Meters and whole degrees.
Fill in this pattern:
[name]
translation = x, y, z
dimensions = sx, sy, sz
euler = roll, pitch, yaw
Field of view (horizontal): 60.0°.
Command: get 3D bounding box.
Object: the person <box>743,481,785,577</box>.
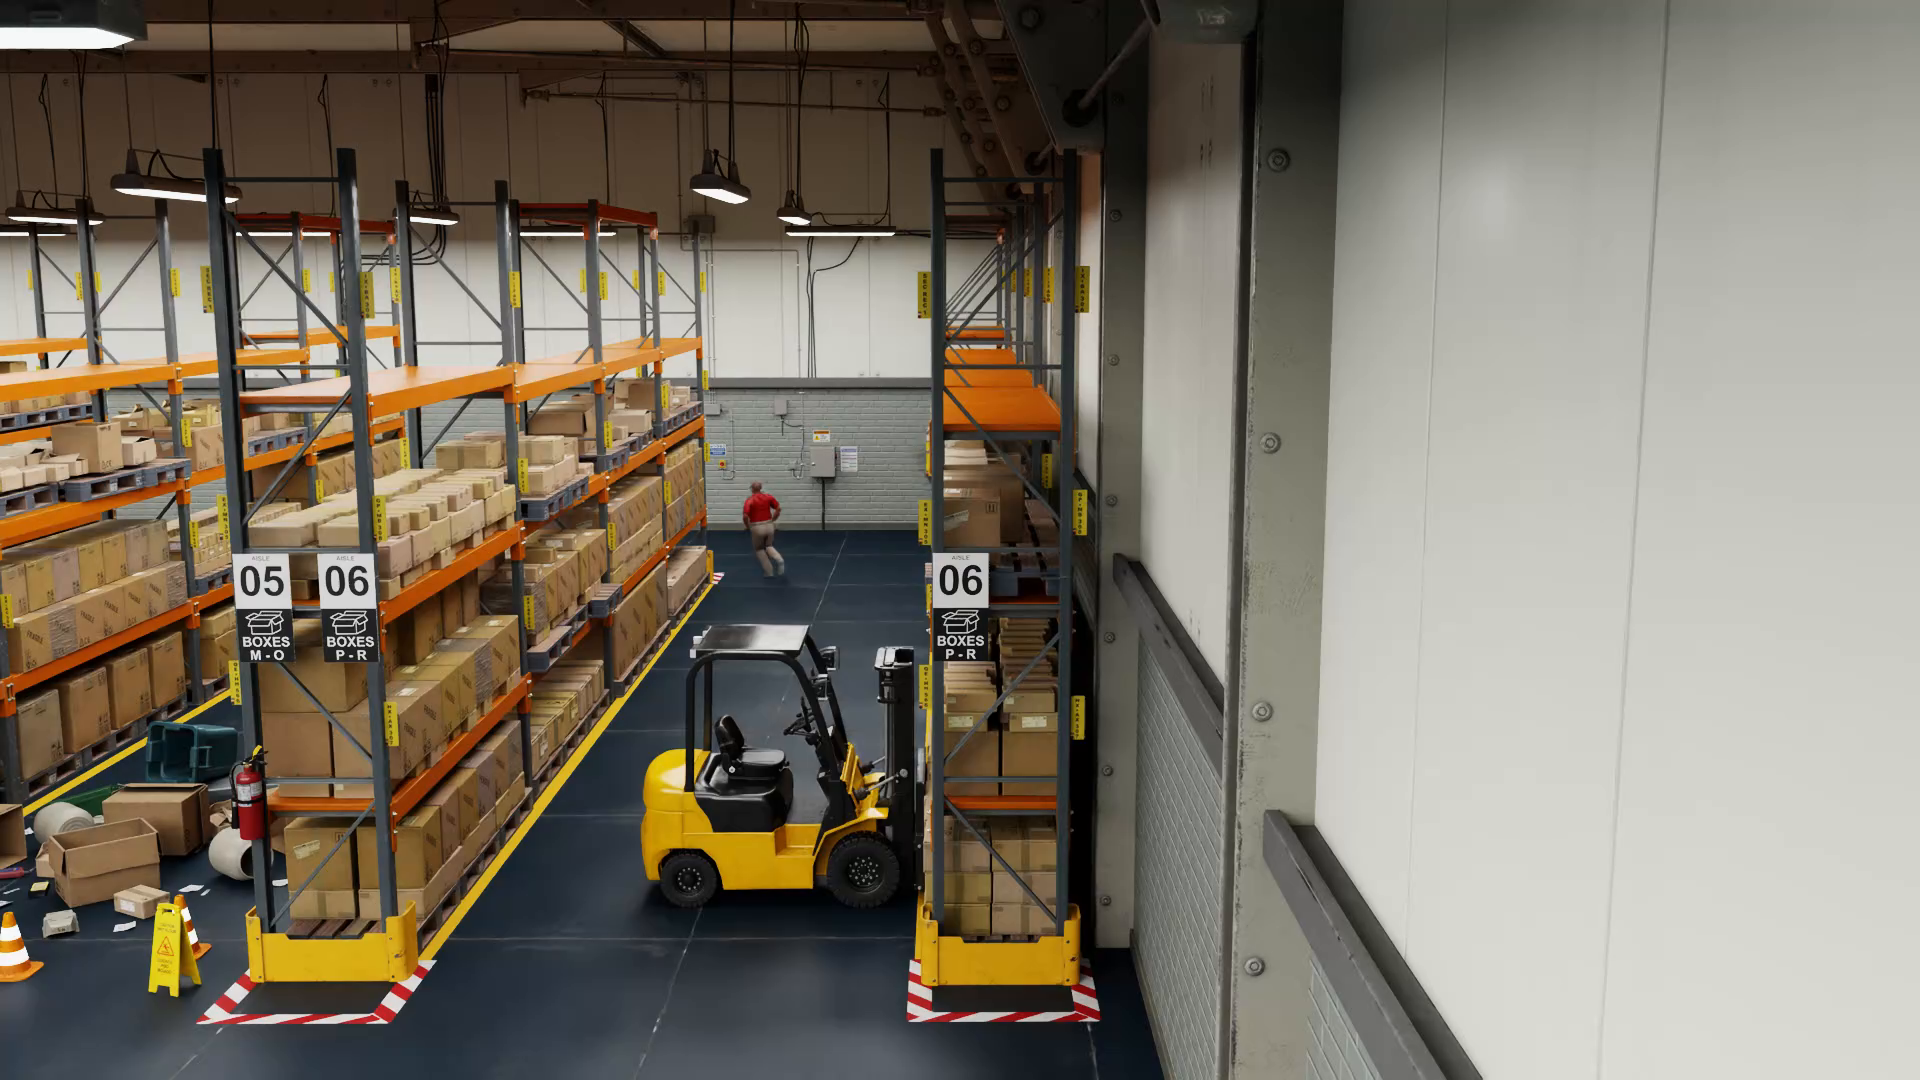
[person]
translation = -3.382, -0.162, 28.270
dimensions = 0.686, 1.684, 0.577
euler = -6, 11, -35
